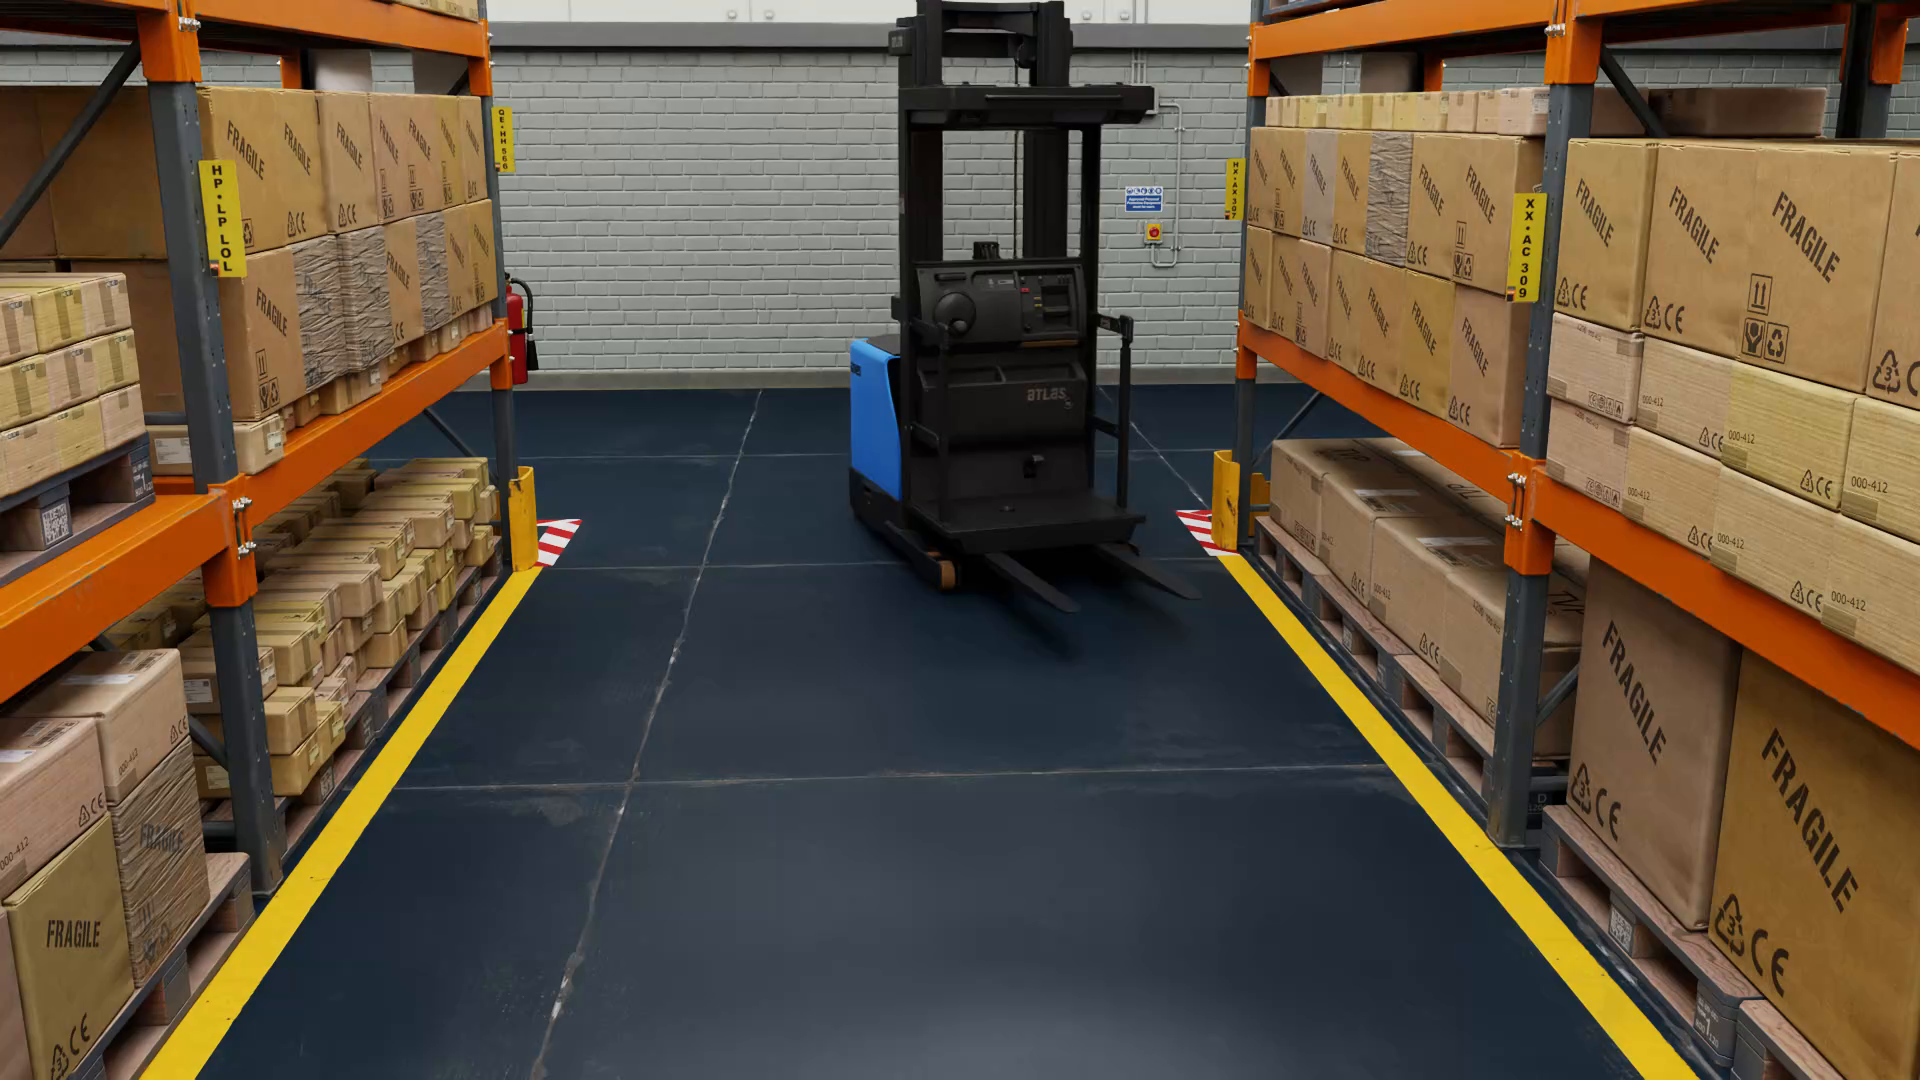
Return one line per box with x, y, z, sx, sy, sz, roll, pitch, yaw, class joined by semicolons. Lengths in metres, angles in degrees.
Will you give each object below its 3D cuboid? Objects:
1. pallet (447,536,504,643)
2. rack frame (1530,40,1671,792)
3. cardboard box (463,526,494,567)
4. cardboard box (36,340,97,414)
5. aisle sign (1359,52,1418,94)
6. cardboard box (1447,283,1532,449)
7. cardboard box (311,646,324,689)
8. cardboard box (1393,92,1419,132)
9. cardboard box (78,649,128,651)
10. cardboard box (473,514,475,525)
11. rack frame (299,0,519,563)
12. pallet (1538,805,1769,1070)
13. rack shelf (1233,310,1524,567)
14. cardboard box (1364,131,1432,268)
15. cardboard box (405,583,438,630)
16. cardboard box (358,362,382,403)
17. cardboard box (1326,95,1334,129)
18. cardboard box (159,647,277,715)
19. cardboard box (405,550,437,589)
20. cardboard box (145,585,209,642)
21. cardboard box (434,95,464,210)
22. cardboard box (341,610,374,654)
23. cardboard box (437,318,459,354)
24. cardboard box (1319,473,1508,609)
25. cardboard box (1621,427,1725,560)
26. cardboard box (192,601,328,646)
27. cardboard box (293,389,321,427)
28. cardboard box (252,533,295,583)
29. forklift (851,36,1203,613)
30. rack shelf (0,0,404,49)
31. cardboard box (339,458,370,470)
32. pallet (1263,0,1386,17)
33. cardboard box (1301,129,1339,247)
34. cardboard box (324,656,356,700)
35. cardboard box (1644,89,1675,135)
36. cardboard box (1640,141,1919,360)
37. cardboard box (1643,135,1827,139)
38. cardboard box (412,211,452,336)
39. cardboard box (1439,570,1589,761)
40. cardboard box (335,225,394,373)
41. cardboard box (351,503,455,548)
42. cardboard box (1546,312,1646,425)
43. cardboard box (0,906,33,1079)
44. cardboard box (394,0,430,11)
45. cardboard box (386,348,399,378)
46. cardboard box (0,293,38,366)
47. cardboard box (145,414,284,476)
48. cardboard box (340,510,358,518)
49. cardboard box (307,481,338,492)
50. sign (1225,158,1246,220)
-2.878;0.234;8.192;1.003;0.211;1.213;-1;14;-3;pallet
2.287;-0.444;5.233;0.949;2.616;0.053;-1;14;-3;rack frame
-2.540;0.030;8.269;0.380;0.149;0.250;0;14;-2;cardboard box
-2.411;-0.407;4.153;0.380;0.149;0.250;-1;14;-3;cardboard box
2.341;-2.721;8.864;0.394;0.787;0.004;-1;14;-3;aisle sign
2.000;-0.604;5.654;0.500;0.500;0.500;-1;14;-3;cardboard box
-2.510;0.474;5.947;0.380;0.149;0.250;-1;14;-4;cardboard box
1.931;-1.682;6.533;0.380;0.149;0.250;-1;14;-5;cardboard box
-2.932;0.462;5.396;0.380;0.149;0.250;0;14;-2;cardboard box
-2.618;-0.112;8.222;0.380;0.149;0.250;-1;14;-5;cardboard box
-2.898;-1.338;8.705;1.000;3.000;0.127;-1;14;-3;rack frame
2.407;1.097;4.839;1.003;0.211;1.213;-1;14;-3;pallet
2.160;-0.593;7.256;1.077;0.370;4.000;-1;14;-3;rack shelf
-0.145;0.070;4.217;4.865;2.090;5.455;-1;14;-3;cardboard box
-2.506;0.289;7.262;0.380;0.149;0.250;-1;14;-2;cardboard box
-2.471;-0.623;6.433;0.380;0.149;0.250;0;14;-1;cardboard box
1.874;-1.933;7.511;0.380;0.149;0.250;-1;14;-3;cardboard box
-2.465;0.458;5.413;0.380;0.149;0.250;0;14;-1;cardboard box
-2.504;0.144;7.227;0.380;0.149;0.250;0;14;-1;cardboard box
-2.948;0.272;6.136;0.380;0.149;0.250;0;14;-2;cardboard box
-2.590;-1.778;7.614;0.500;0.500;0.500;-1;14;-5;cardboard box
-2.517;0.338;6.475;0.380;0.149;0.250;0;14;-1;cardboard box
-2.548;-0.951;7.709;0.380;0.149;0.250;0;14;-2;cardboard box
2.242;-0.012;7.851;0.875;0.438;0.875;0;14;-2;cardboard box
2.081;-0.129;4.311;0.500;0.250;0.500;-1;14;-5;cardboard box
-2.488;0.326;5.924;0.392;0.149;0.269;0;14;-1;cardboard box
-2.511;-0.493;5.926;0.380;0.149;0.250;-2;15;-6;cardboard box
-2.992;0.075;6.899;0.380;0.149;0.250;-1;14;-3;cardboard box
4.382;-1.885;6.401;7.933;5.209;9.201;-5;15;-19;forklift
-2.774;-2.014;6.470;0.831;0.071;3.687;-1;14;-3;rack shelf
-3.205;-0.313;8.407;0.380;0.149;0.250;-2;15;-6;cardboard box
2.093;-2.664;8.020;1.003;0.211;1.213;-1;14;-3;pallet
1.860;-1.592;7.485;0.500;0.500;0.500;-1;14;-4;cardboard box
-2.501;0.550;6.249;0.380;0.149;0.250;-1;14;-5;cardboard box
2.492;-1.437;5.583;0.380;0.149;0.250;-1;14;-3;cardboard box
2.084;-0.737;4.164;0.500;0.500;0.500;-1;14;-4;cardboard box
2.496;-1.099;5.571;0.500;0.500;0.500;-1;14;-3;cardboard box
-2.546;-1.168;7.249;0.500;0.500;0.500;-1;14;-3;cardboard box
2.352;0.435;6.114;0.875;0.438;0.875;-1;14;-4;cardboard box
-2.463;-0.911;6.250;0.500;0.500;0.500;-1;14;-5;cardboard box
-2.486;-0.063;7.438;0.380;0.149;0.250;0;14;-1;cardboard box
2.030;-0.500;4.747;0.500;0.250;0.500;-1;14;-5;cardboard box
-2.294;1.100;3.405;0.500;0.500;0.500;-1;14;-5;cardboard box
-2.550;-2.358;6.953;0.500;0.250;0.500;0;14;-1;cardboard box
-2.571;-0.752;6.932;0.380;0.149;0.250;-1;14;-2;cardboard box
-2.399;-0.485;3.858;0.380;0.149;0.250;-1;14;-5;cardboard box
-2.341;-0.297;5.163;0.380;0.149;0.250;0;14;-1;cardboard box
-3.058;-0.042;7.950;0.380;0.149;0.250;-1;14;-3;cardboard box
-3.180;-0.181;7.896;0.380;0.149;0.250;-1;14;-4;cardboard box
1.482;-1.890;8.954;0.100;0.325;0.005;-1;14;-3;sign
